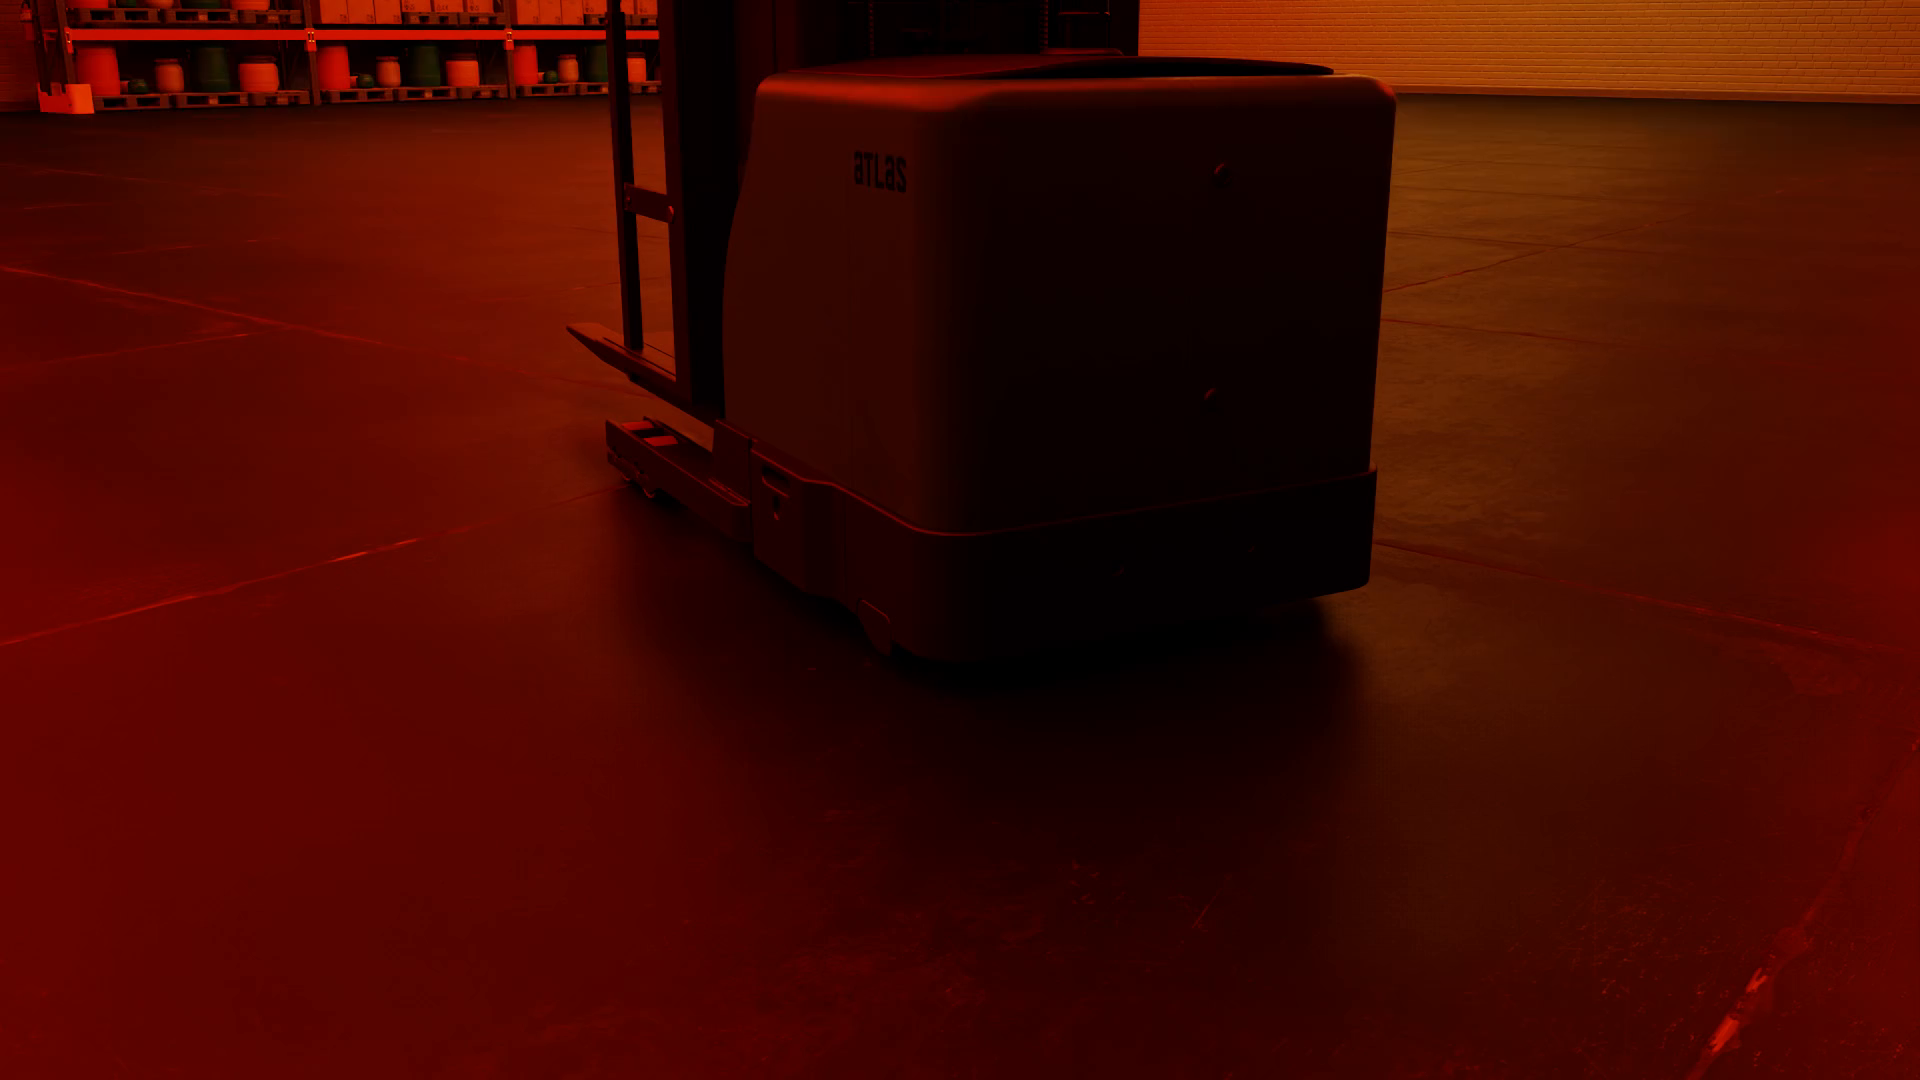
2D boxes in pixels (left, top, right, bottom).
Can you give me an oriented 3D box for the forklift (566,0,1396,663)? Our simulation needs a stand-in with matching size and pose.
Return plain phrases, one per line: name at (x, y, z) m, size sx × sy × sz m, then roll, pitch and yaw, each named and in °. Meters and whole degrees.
forklift at (-0.294, -1.562, 4.042) m, size 1.130 × 2.935 × 3.031 m, roll -9°, pitch 19°, yaw -27°
